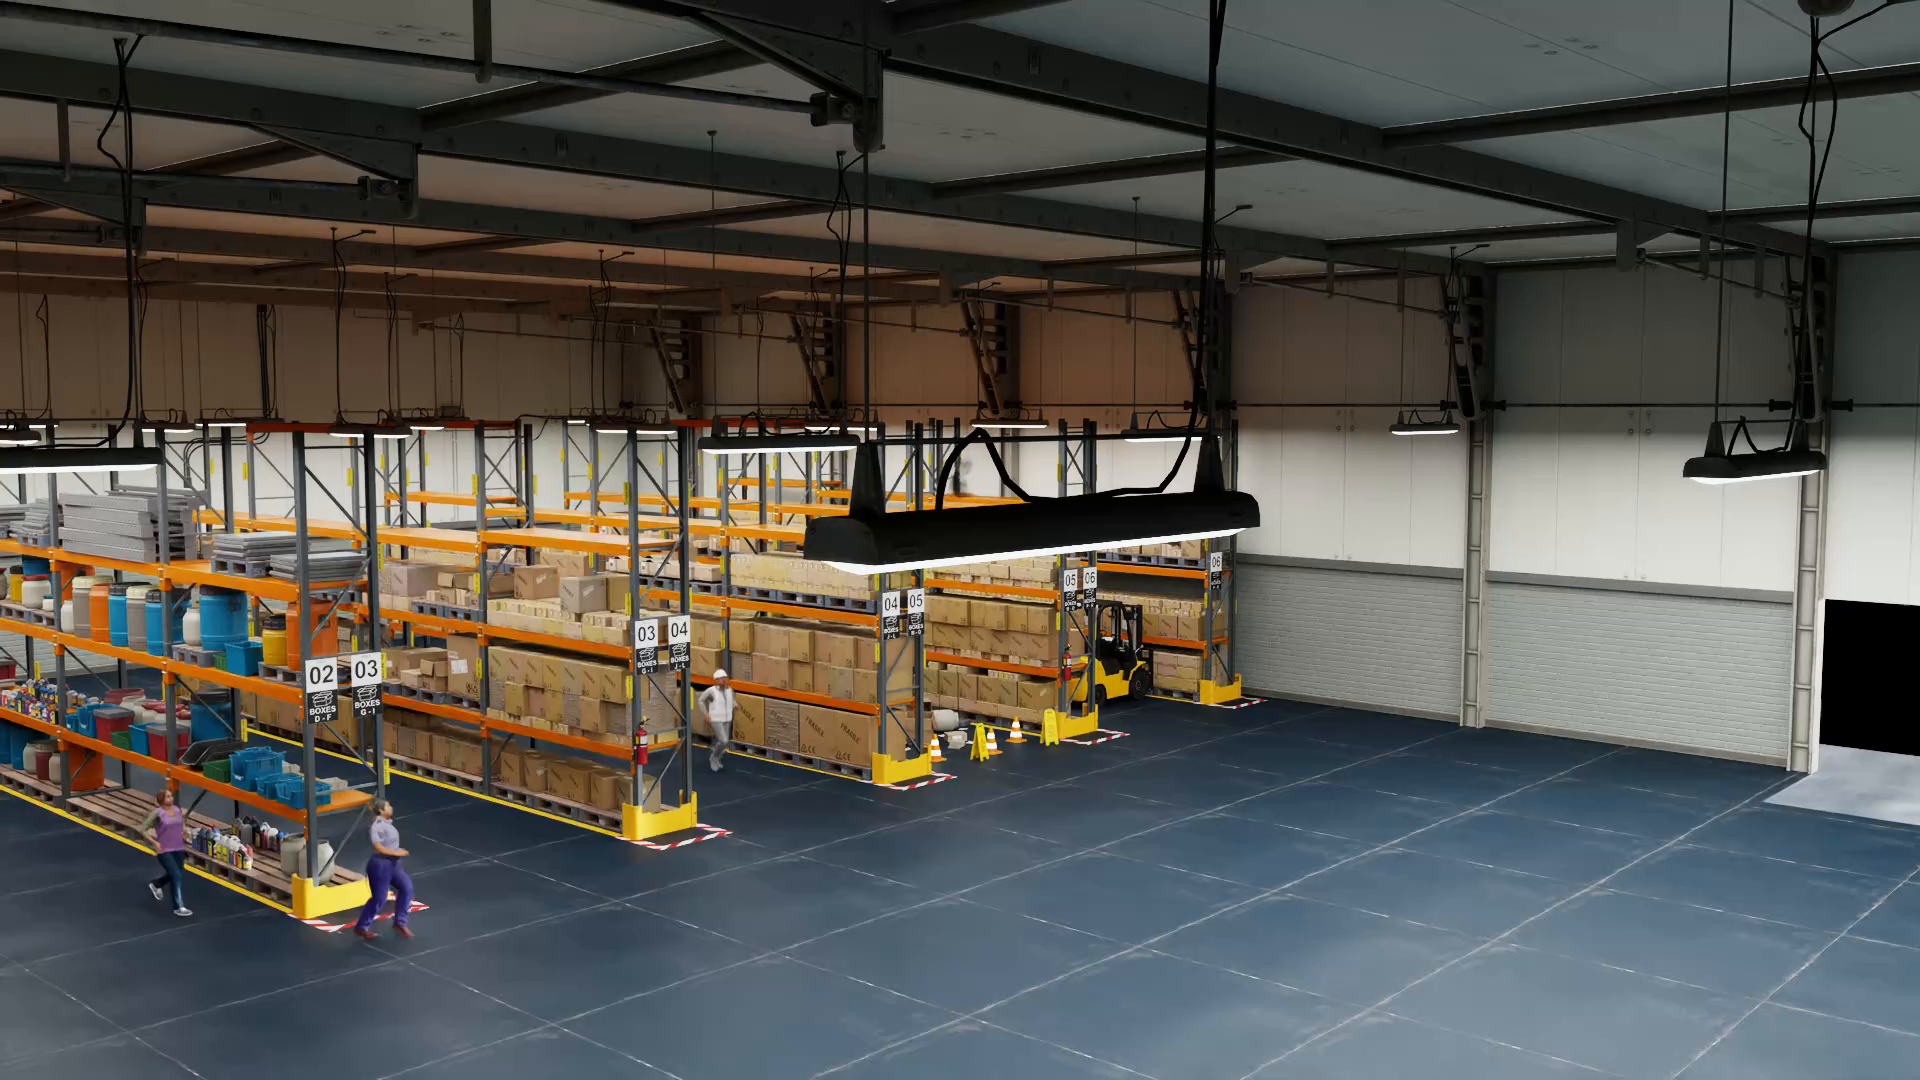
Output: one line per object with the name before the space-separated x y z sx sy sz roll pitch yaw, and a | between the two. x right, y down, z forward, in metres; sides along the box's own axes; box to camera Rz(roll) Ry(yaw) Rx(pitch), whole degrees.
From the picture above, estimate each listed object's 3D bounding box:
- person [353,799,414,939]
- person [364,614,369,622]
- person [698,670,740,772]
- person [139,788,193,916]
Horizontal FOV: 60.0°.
person | -6.836 3.913 19.764 0.688 1.654 0.630 0 5 -4
person | -13.992 2.315 39.316 0.680 1.650 0.649 3 6 36
person | -4.105 3.114 28.689 0.675 1.764 0.659 4 6 42
person | -9.856 3.858 20.654 0.792 1.562 0.548 2 5 25
